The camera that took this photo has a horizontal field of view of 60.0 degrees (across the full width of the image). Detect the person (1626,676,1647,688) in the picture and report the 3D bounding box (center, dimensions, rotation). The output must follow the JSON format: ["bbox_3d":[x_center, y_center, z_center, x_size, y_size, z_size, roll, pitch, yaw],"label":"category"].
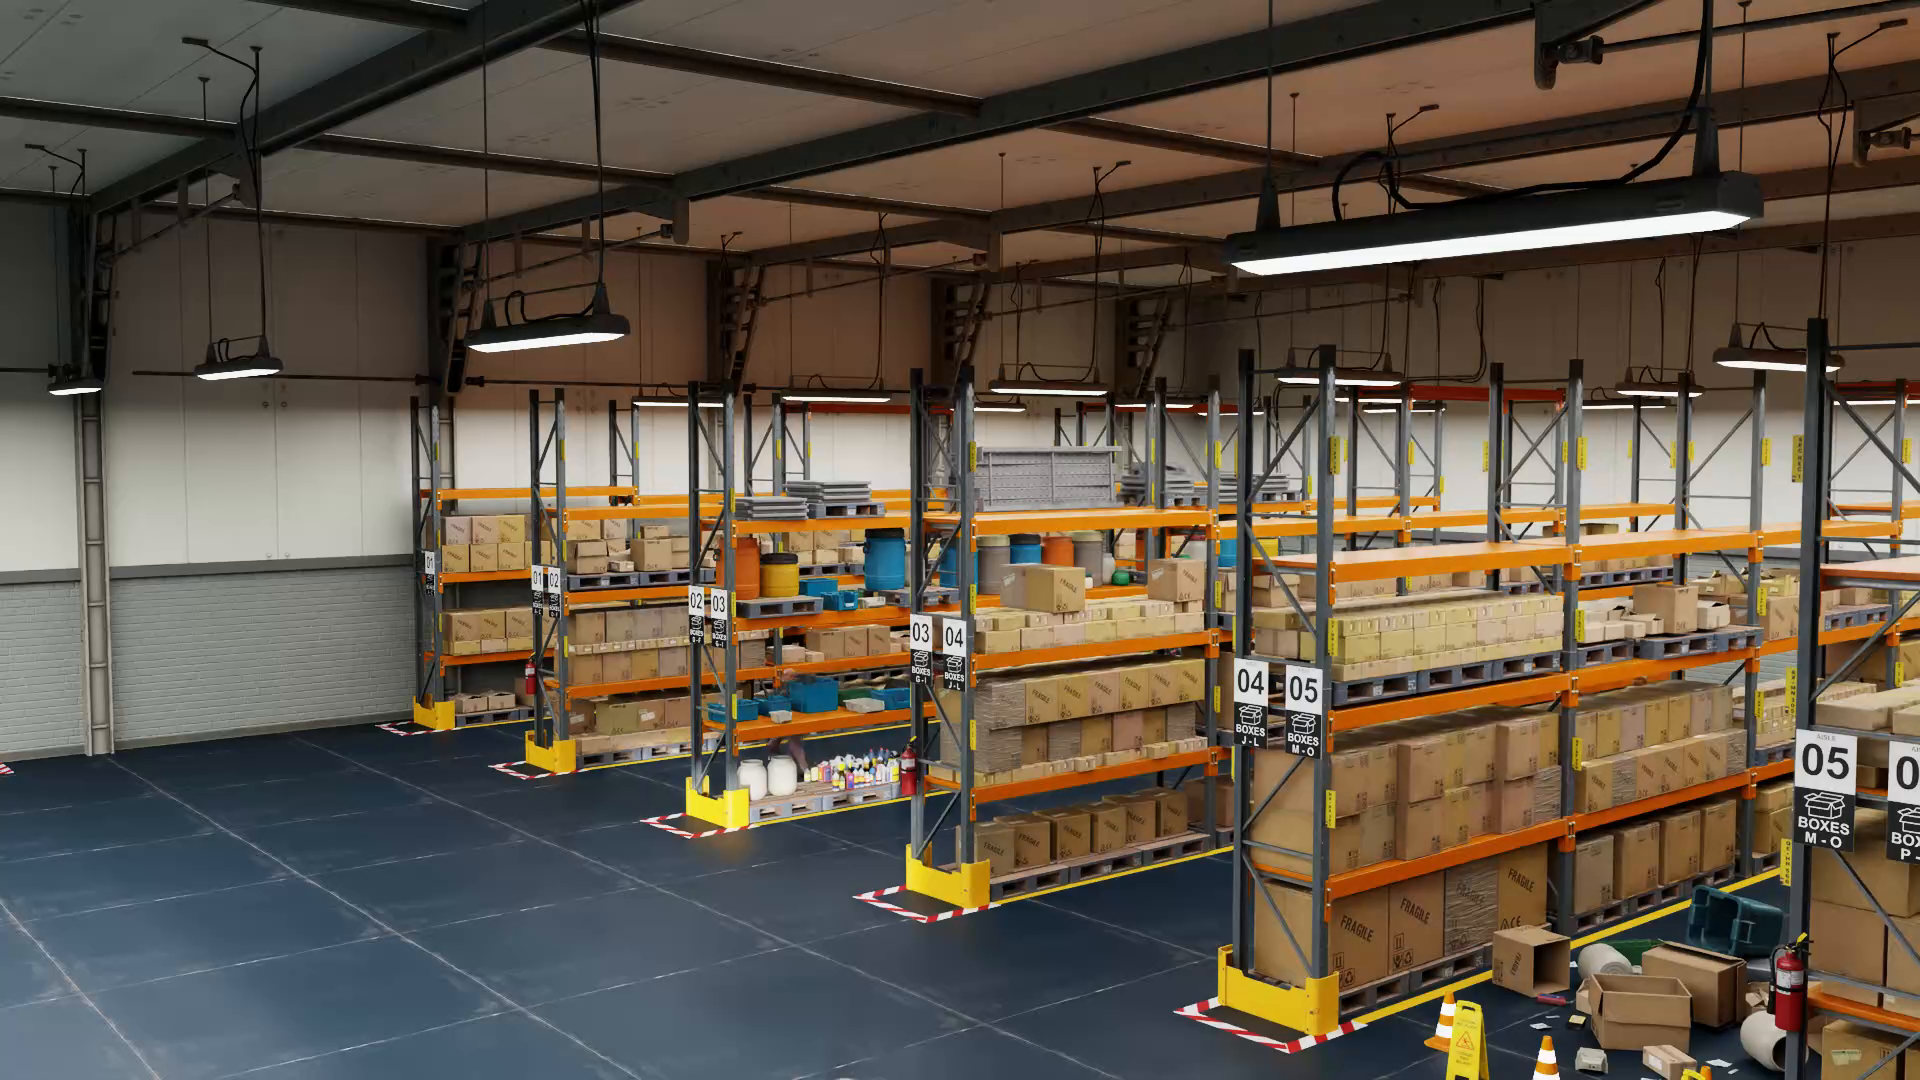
[{"bbox_3d":[10.143,2.816,24.983,0.677,1.734,0.584,3,5,42],"label":"person"}]

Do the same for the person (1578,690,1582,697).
[{"bbox_3d":[8.984,2.936,24.255,0.674,1.560,0.527,-3,4,-37],"label":"person"}]

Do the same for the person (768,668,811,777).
[{"bbox_3d":[-2.590,2.829,25.197,0.779,1.783,0.638,-3,5,-43],"label":"person"}]
